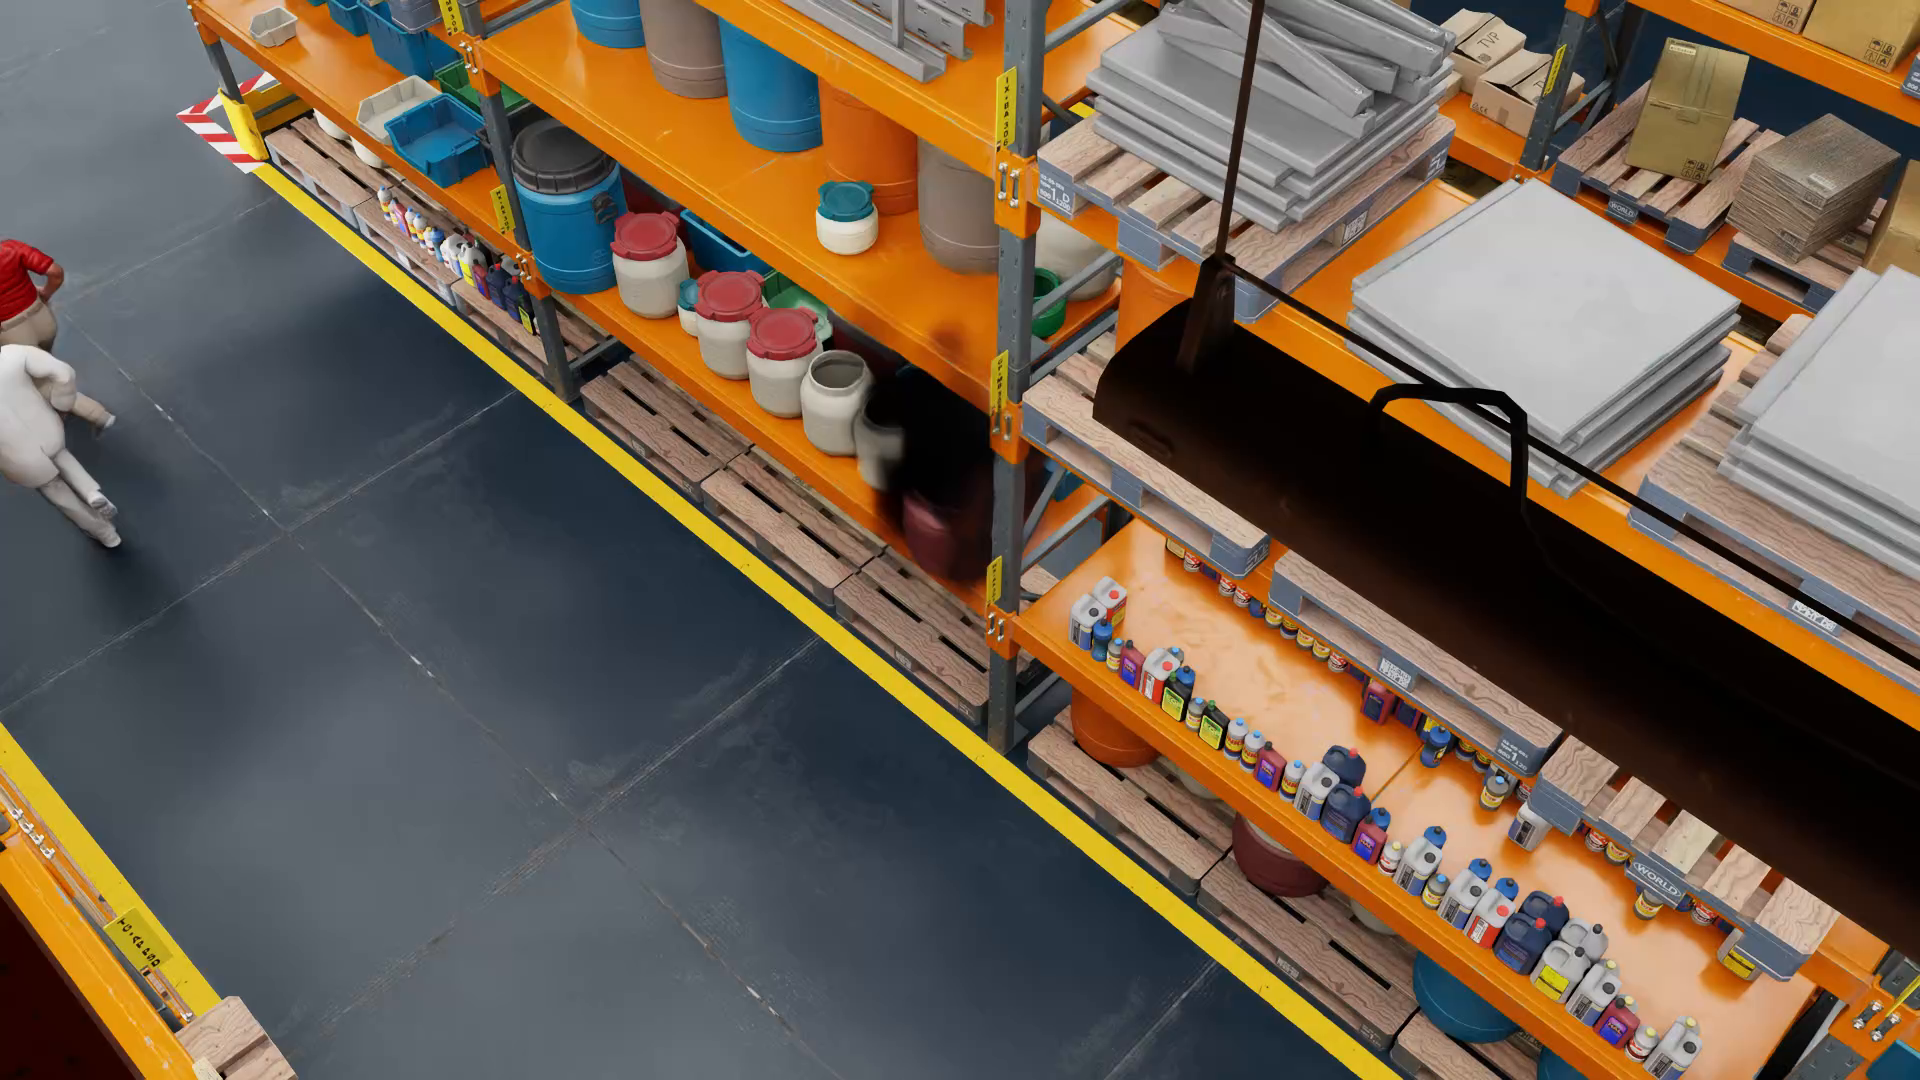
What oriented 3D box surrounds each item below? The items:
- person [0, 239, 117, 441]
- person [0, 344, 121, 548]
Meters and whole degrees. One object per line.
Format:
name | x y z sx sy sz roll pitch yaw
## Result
person | -5.825 -1.271 10.374 1.123 1.753 0.632 22 54 18
person | -5.509 -0.627 9.784 0.644 1.735 0.713 29 56 22
